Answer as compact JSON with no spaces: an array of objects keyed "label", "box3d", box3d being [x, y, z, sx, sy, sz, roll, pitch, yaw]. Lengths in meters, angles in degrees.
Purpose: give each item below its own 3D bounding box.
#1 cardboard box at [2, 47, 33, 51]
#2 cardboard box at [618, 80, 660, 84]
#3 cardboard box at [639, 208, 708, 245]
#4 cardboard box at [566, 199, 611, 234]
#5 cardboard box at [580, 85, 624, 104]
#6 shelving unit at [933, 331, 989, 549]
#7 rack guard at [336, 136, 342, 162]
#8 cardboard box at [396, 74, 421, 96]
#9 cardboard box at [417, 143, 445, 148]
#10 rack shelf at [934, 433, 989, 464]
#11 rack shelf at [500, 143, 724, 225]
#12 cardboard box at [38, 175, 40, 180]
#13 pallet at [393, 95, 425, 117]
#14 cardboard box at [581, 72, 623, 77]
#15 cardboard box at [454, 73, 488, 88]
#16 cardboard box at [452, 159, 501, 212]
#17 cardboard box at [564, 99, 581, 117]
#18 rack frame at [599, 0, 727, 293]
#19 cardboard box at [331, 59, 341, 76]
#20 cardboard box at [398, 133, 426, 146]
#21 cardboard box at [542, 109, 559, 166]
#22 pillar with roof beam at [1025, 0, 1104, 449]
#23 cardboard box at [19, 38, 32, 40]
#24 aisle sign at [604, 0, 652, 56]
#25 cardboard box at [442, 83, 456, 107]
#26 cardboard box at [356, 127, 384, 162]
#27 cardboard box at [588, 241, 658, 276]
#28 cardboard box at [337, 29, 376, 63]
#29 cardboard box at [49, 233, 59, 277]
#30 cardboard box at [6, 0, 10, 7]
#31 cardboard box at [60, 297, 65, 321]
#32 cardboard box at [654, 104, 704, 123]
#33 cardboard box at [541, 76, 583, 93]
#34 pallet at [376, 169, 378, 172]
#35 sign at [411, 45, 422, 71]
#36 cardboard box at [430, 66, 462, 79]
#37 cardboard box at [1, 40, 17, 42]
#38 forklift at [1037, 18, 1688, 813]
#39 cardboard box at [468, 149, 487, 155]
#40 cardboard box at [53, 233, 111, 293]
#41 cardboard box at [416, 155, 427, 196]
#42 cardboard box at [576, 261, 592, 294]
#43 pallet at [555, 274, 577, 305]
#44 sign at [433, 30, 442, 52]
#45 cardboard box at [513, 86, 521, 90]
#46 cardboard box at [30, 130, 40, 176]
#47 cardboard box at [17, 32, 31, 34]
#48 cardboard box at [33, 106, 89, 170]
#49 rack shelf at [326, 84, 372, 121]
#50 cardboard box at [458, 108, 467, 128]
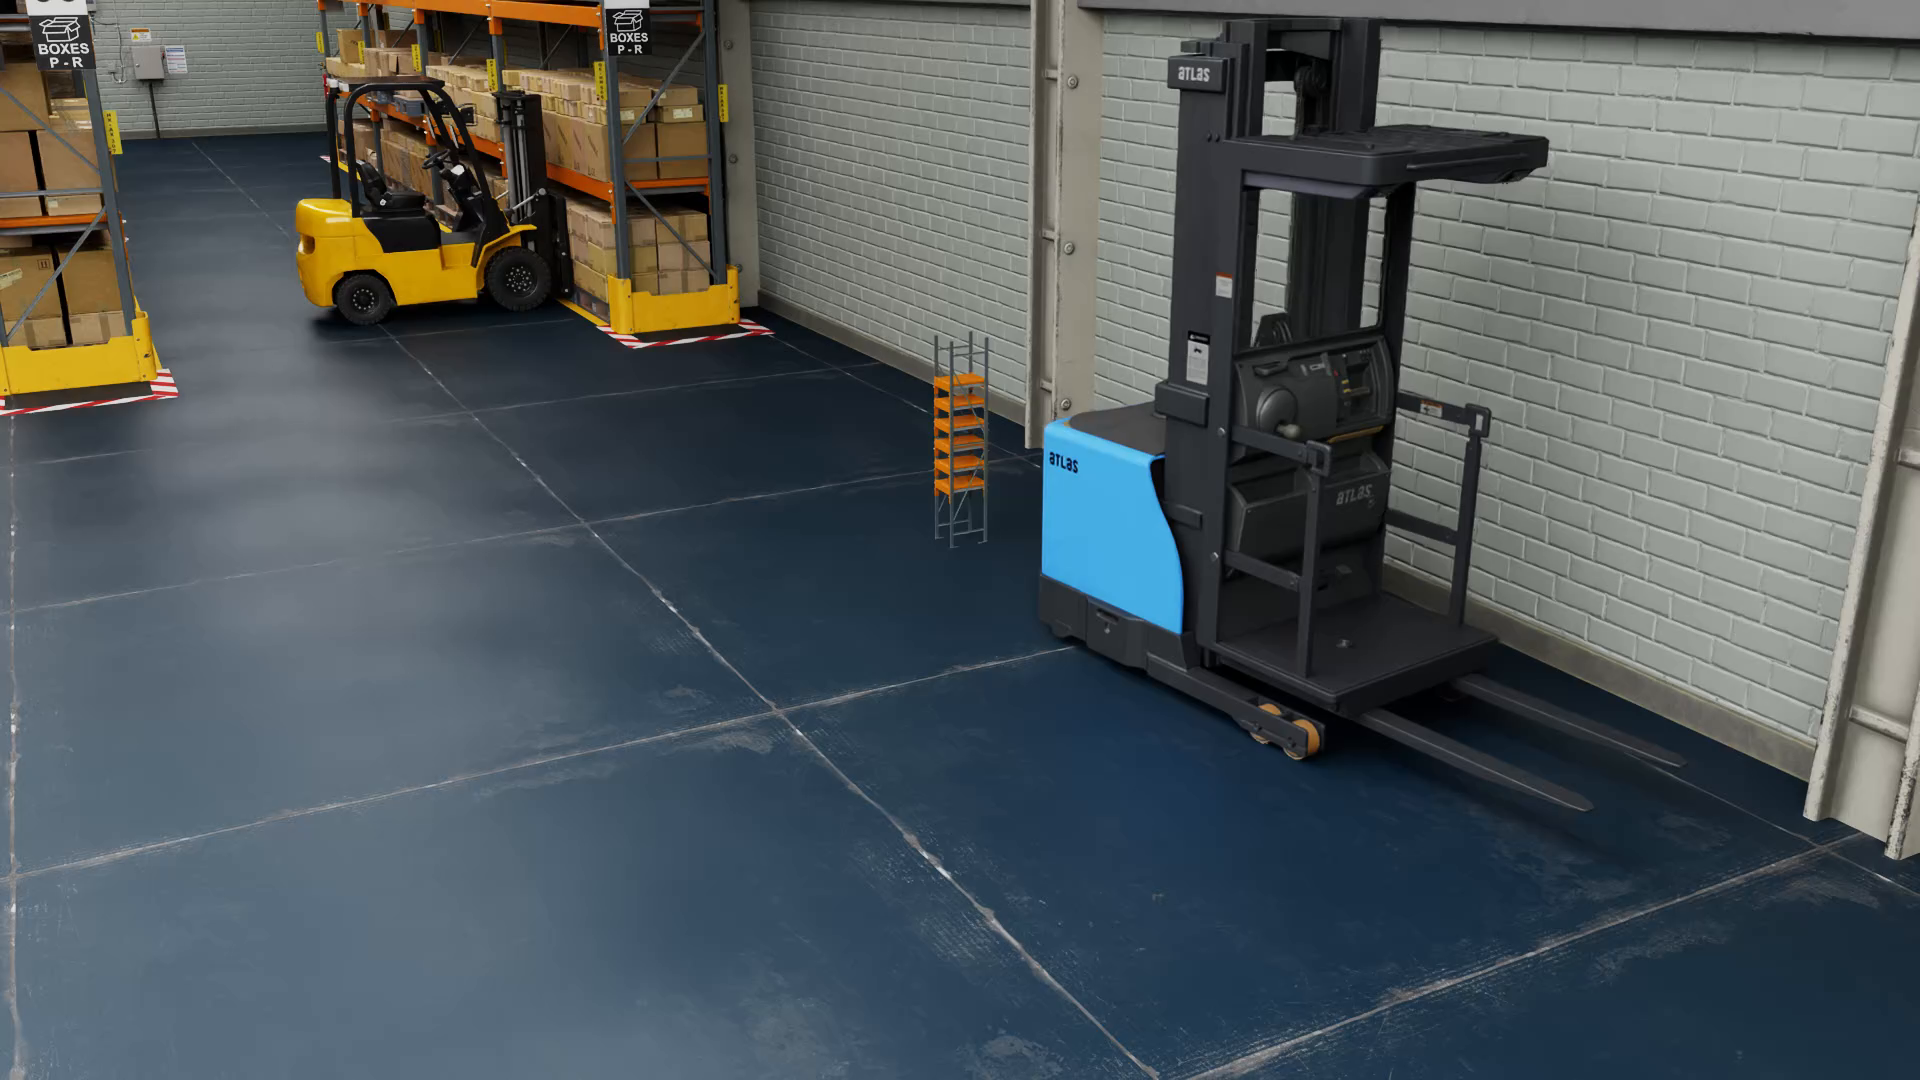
[{"label":"cardboard box","box3d":[-8.661,-4.141,14.893,0.700,0.500,0.500,-10,21,-26]},{"label":"cardboard box","box3d":[-3.092,-4.336,15.993,0.380,0.149,0.250,-9,21,-25]},{"label":"cardboard box","box3d":[-2.699,-2.951,15.624,0.500,0.250,0.500,-10,22,-27]},{"label":"cardboard box","box3d":[-3.626,-3.157,16.220,0.500,0.250,0.500,-10,21,-26]},{"label":"cardboard box","box3d":[-3.285,-4.114,15.352,0.380,0.149,0.250,-9,21,-25]},{"label":"shelving unit","box3d":[0.007,-0.563,9.424,0.258,1.200,0.189,-10,21,-27]},{"label":"rack guard","box3d":[-10.199,-6.802,28.577,1.175,0.500,0.348,-10,21,-27]},{"label":"cardboard box","box3d":[-7.222,-6.089,22.266,0.500,0.250,0.500,-11,22,-29]},{"label":"cardboard box","box3d":[-7.136,-5.291,22.560,0.380,0.149,0.250,-11,22,-28]},{"label":"rack shelf","box3d":[0.007,-0.521,9.438,0.258,0.103,0.180,-10,21,-27]},{"label":"rack shelf","box3d":[-3.587,-3.646,16.703,1.077,0.370,4.000,-10,21,-27]},{"label":"cardboard box","box3d":[-8.078,-3.040,14.227,0.380,0.149,0.250,-10,21,-27]},{"label":"pallet","box3d":[-6.819,-5.802,22.141,1.213,0.211,1.003,-10,21,-27]},{"label":"cardboard box","box3d":[-3.725,-4.796,17.328,0.380,0.149,0.250,-10,22,-28]},{"label":"cardboard box","box3d":[-5.721,-5.405,19.548,0.380,0.149,0.250,-11,22,-28]},{"label":"cardboard box","box3d":[-5.834,-4.417,20.831,0.875,0.625,0.625,-9,21,-25]},{"label":"cardboard box","box3d":[-3.541,-4.117,15.818,0.380,0.149,0.250,-11,22,-28]},{"label":"rack frame","box3d":[-2.637,-3.412,14.922,1.000,3.000,0.127,-10,21,-27]},{"label":"cardboard box","box3d":[-10.017,-7.759,27.291,0.500,0.250,0.500,-10,21,-26]},{"label":"cardboard box","box3d":[-7.840,-5.743,23.870,0.380,0.149,0.250,-10,21,-27]},{"label":"cardboard box","box3d":[-3.832,-4.000,16.473,0.500,0.500,0.500,-10,21,-26]},{"label":"pillar with roof beam","box3d":[-3.114,-4.199,8.003,9.100,9.000,0.400,-10,21,-27]},{"label":"cardboard box","box3d":[-11.297,-5.930,20.533,0.500,0.500,0.500,-9,21,-25]},{"label":"aisle sign","box3d":[-2.864,-4.577,14.312,0.394,0.787,0.004,-10,21,-27]},{"label":"cardboard box","box3d":[-5.971,-5.412,20.181,0.500,0.250,0.500,-11,22,-28]},{"label":"cardboard box","box3d":[-9.163,-6.283,26.429,0.700,0.500,0.500,-11,22,-29]},{"label":"cardboard box","box3d":[-3.143,-2.639,15.485,0.500,0.250,0.500,-10,22,-27]},{"label":"cardboard box","box3d":[-9.544,-7.827,26.340,0.500,0.500,0.500,-9,21,-25]},{"label":"cardboard box","box3d":[-8.351,-2.532,14.792,0.500,0.500,0.500,-9,21,-24]},{"label":"cardboard box","box3d":[-8.681,-4.825,14.801,0.380,0.149,0.250,-10,21,-27]},{"label":"cardboard box","box3d":[-8.116,-2.031,14.490,0.500,0.250,0.500,-11,22,-29]},{"label":"cardboard box","box3d":[-2.570,-3.904,15.199,0.380,0.149,0.250,-11,22,-28]},{"label":"cardboard box","box3d":[-3.965,-4.560,16.645,0.380,0.149,0.250,-10,21,-27]},{"label":"pallet","box3d":[-8.660,-5.736,25.932,1.003,0.211,1.213,-10,21,-27]},{"label":"sign","box3d":[-6.909,-6.132,21.150,0.100,0.325,0.005,-10,21,-27]},{"label":"cardboard box","box3d":[-6.416,-5.849,20.837,0.380,0.149,0.250,-9,21,-25]},{"label":"cardboard box","box3d":[-11.529,-5.713,19.903,0.500,0.500,0.500,-10,21,-26]},{"label":"forklift","box3d":[1.662,-0.646,7.009,1.130,2.935,3.031,-13,23,-34]},{"label":"cardboard box","box3d":[-6.409,-5.230,22.385,0.380,0.149,0.250,-9,21,-24]},{"label":"cardboard box","box3d":[-7.407,-2.326,14.196,0.500,0.500,0.500,-11,22,-29]},{"label":"cardboard box","box3d":[-7.054,-4.959,22.593,0.500,0.500,0.500,-10,22,-27]},{"label":"cardboard box","box3d":[-3.366,-2.541,15.969,0.500,0.250,0.500,-10,21,-27]},{"label":"pallet","box3d":[-3.612,-2.657,17.008,1.003,0.211,1.213,-10,21,-27]},{"label":"sign","box3d":[-7.848,-7.492,24.968,0.100,0.325,0.005,-10,21,-27]},{"label":"cardboard box","box3d":[-4.492,-4.708,17.530,0.380,0.149,0.250,-9,21,-25]},{"label":"cardboard box","box3d":[-8.196,-3.381,14.220,0.500,0.500,0.500,-10,21,-26]},{"label":"cardboard box","box3d":[-12.715,-6.781,22.999,0.500,0.500,0.500,-10,21,-26]},{"label":"cardboard box","box3d":[-7.972,-3.595,14.841,0.500,0.500,0.500,-9,21,-25]},{"label":"rack shelf","box3d":[-9.285,-7.091,26.686,1.077,0.370,4.000,-10,21,-27]},{"label":"cardboard box","box3d":[-5.710,-5.032,19.845,0.500,0.250,0.500,-9,21,-25]}]
